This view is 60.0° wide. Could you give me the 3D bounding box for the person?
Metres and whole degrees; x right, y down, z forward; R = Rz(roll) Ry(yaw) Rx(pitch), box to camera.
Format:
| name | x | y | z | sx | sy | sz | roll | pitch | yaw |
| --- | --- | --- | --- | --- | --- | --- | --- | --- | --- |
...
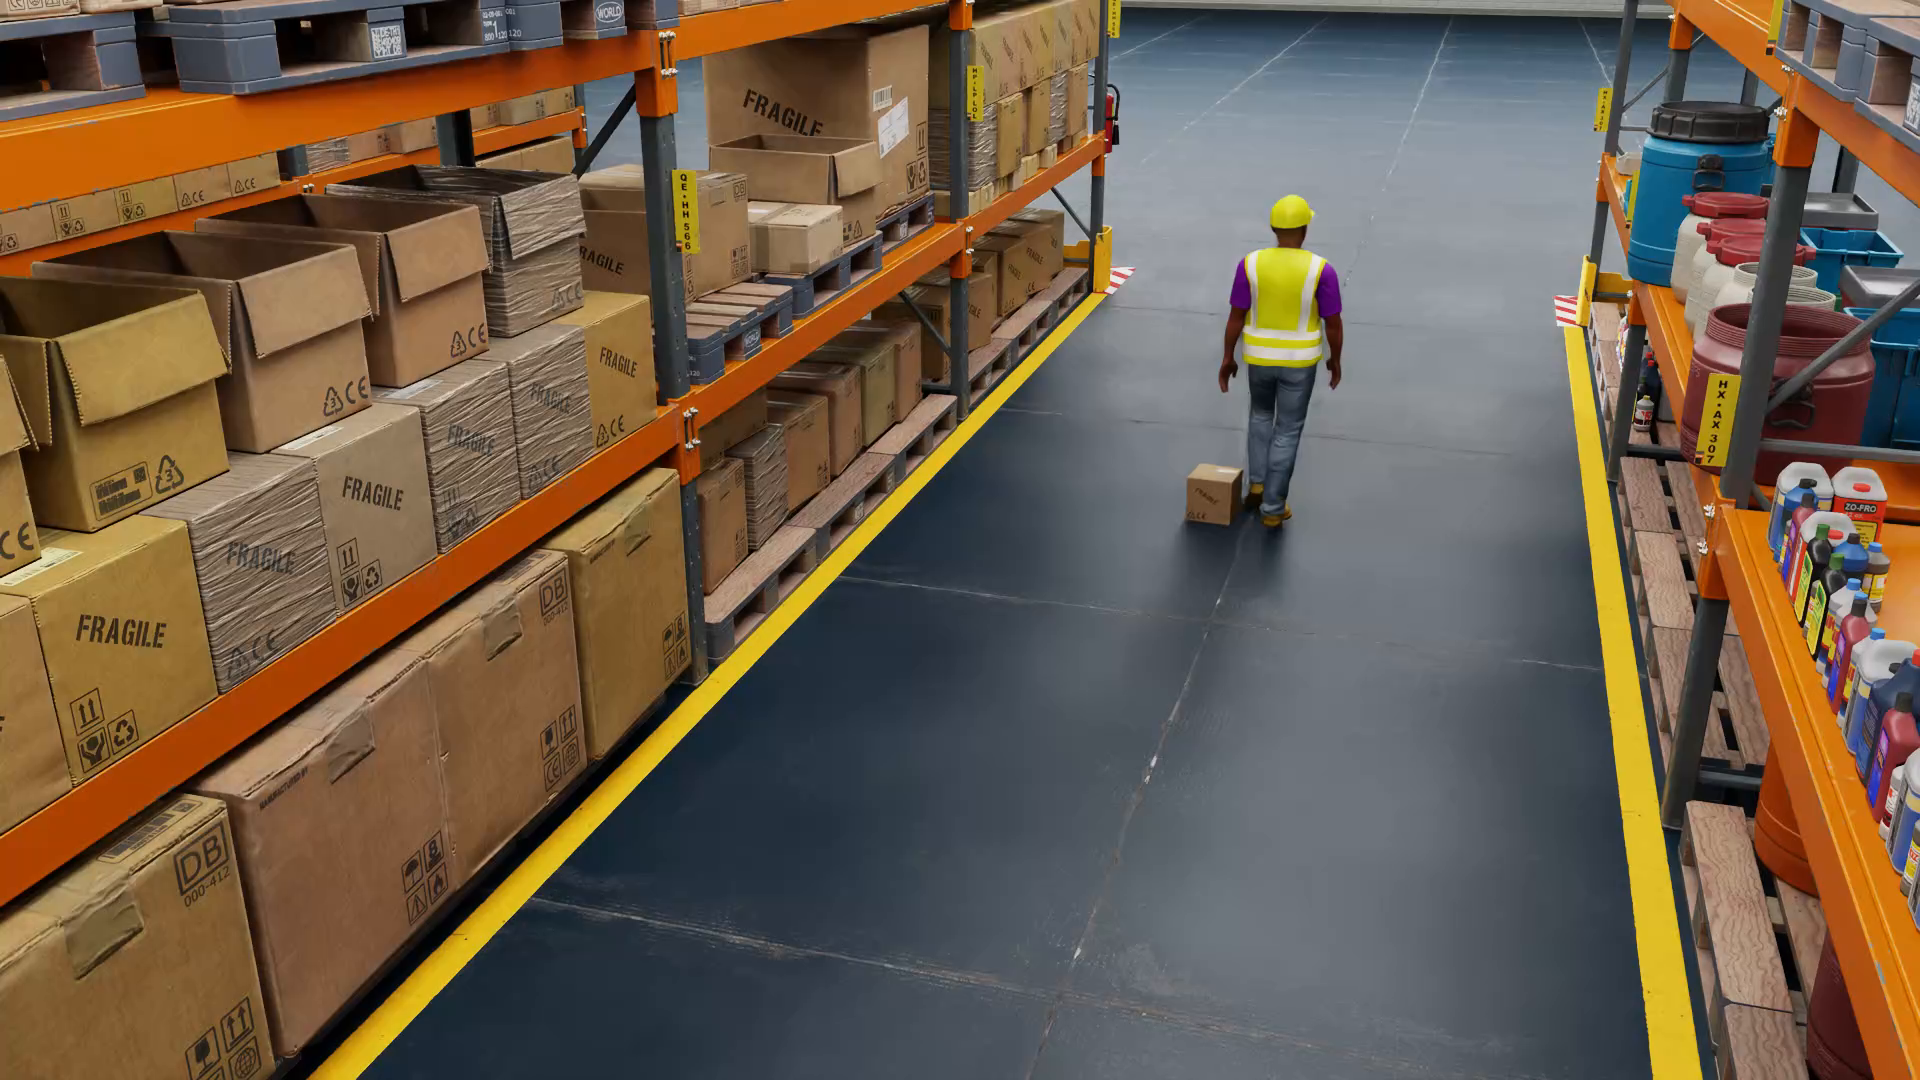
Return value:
| name | x | y | z | sx | sy | sz | roll | pitch | yaw |
| --- | --- | --- | --- | --- | --- | --- | --- | --- | --- |
| person | 1.728 | -0.936 | 8.915 | 0.617 | 1.821 | 0.563 | 11 | 24 | 25 |
